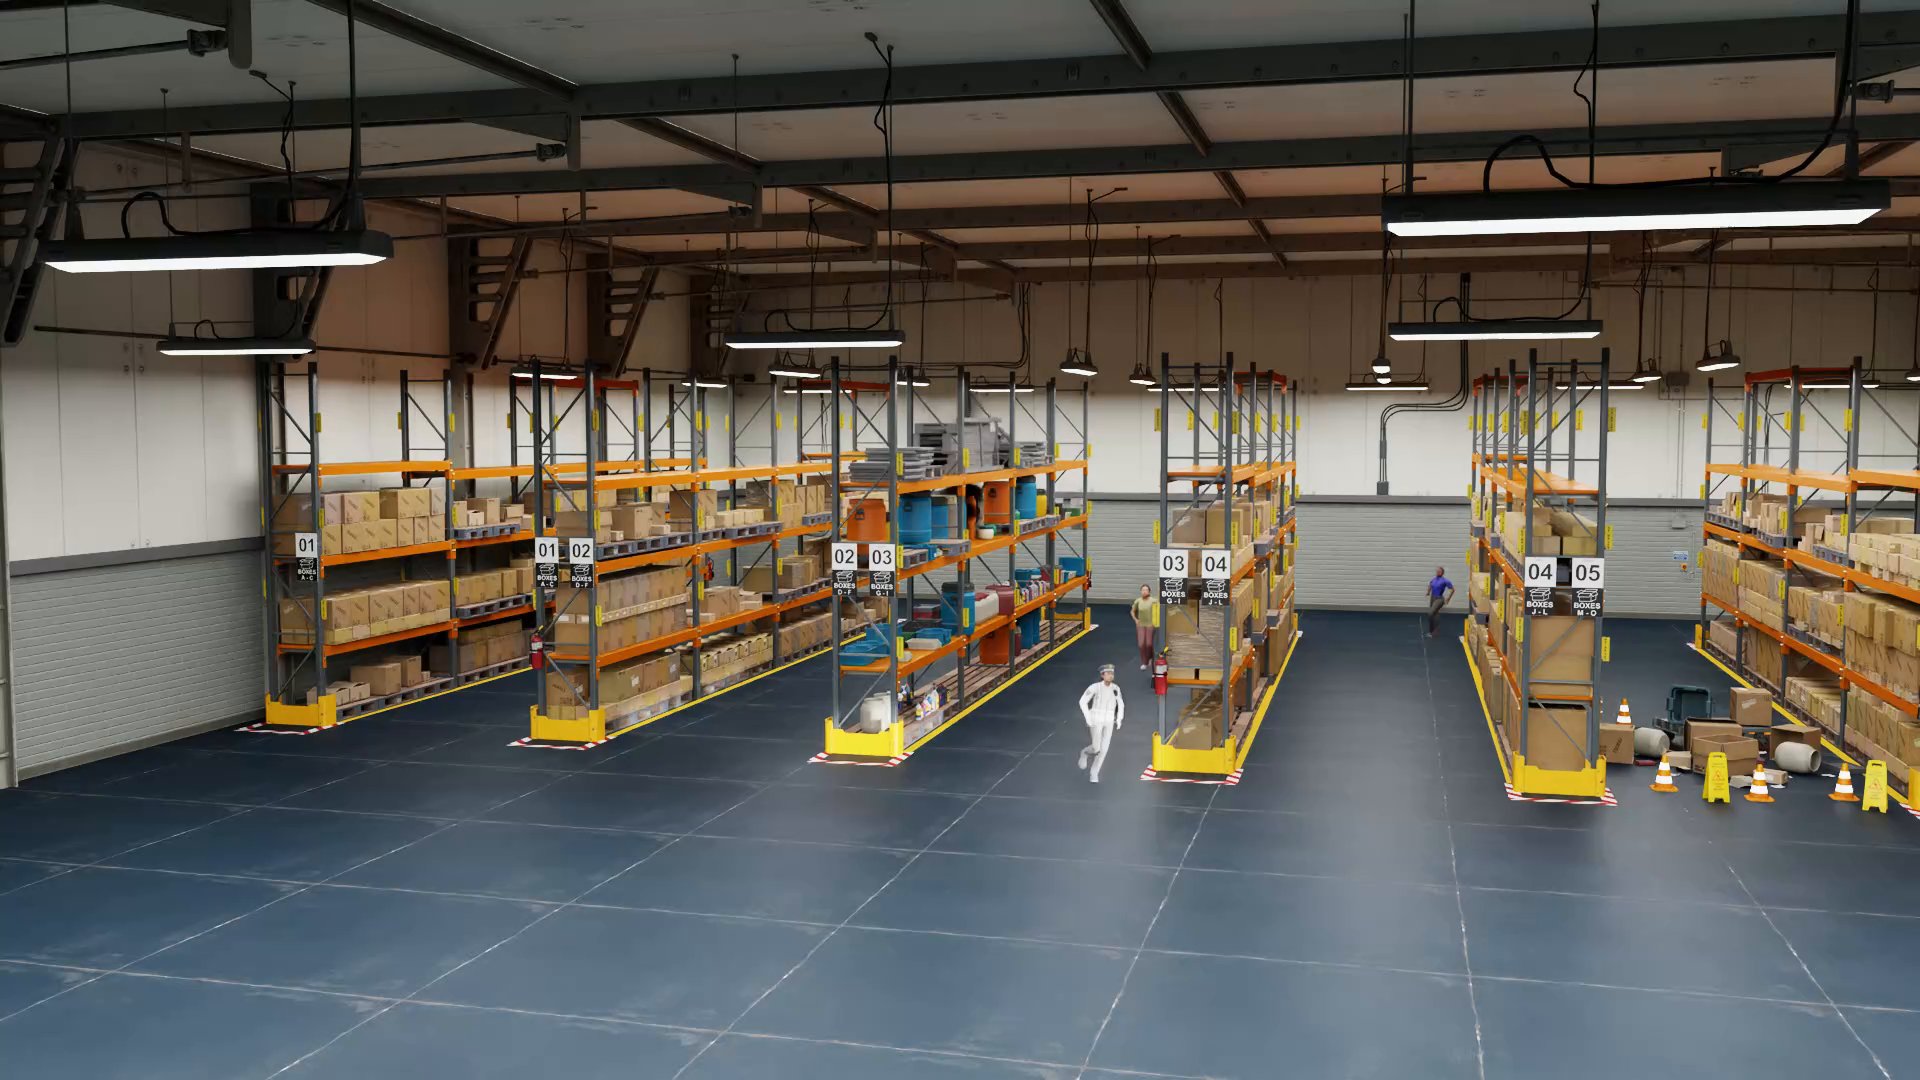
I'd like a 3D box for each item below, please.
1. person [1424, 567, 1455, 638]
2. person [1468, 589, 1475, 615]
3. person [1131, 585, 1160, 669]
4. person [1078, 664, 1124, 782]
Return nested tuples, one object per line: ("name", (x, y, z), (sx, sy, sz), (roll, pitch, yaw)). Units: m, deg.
("person", (11.169, 1.466, 38.798), (0.647, 1.689, 0.628), (-2, 5, -28))
("person", (12.304, 1.419, 39.332), (0.718, 1.683, 0.763), (2, 4, 21))
("person", (3.571, 1.663, 31.883), (0.610, 1.630, 0.524), (1, 4, 12))
("person", (2.021, 2.545, 23.380), (0.659, 1.624, 0.600), (-1, 4, -15))
